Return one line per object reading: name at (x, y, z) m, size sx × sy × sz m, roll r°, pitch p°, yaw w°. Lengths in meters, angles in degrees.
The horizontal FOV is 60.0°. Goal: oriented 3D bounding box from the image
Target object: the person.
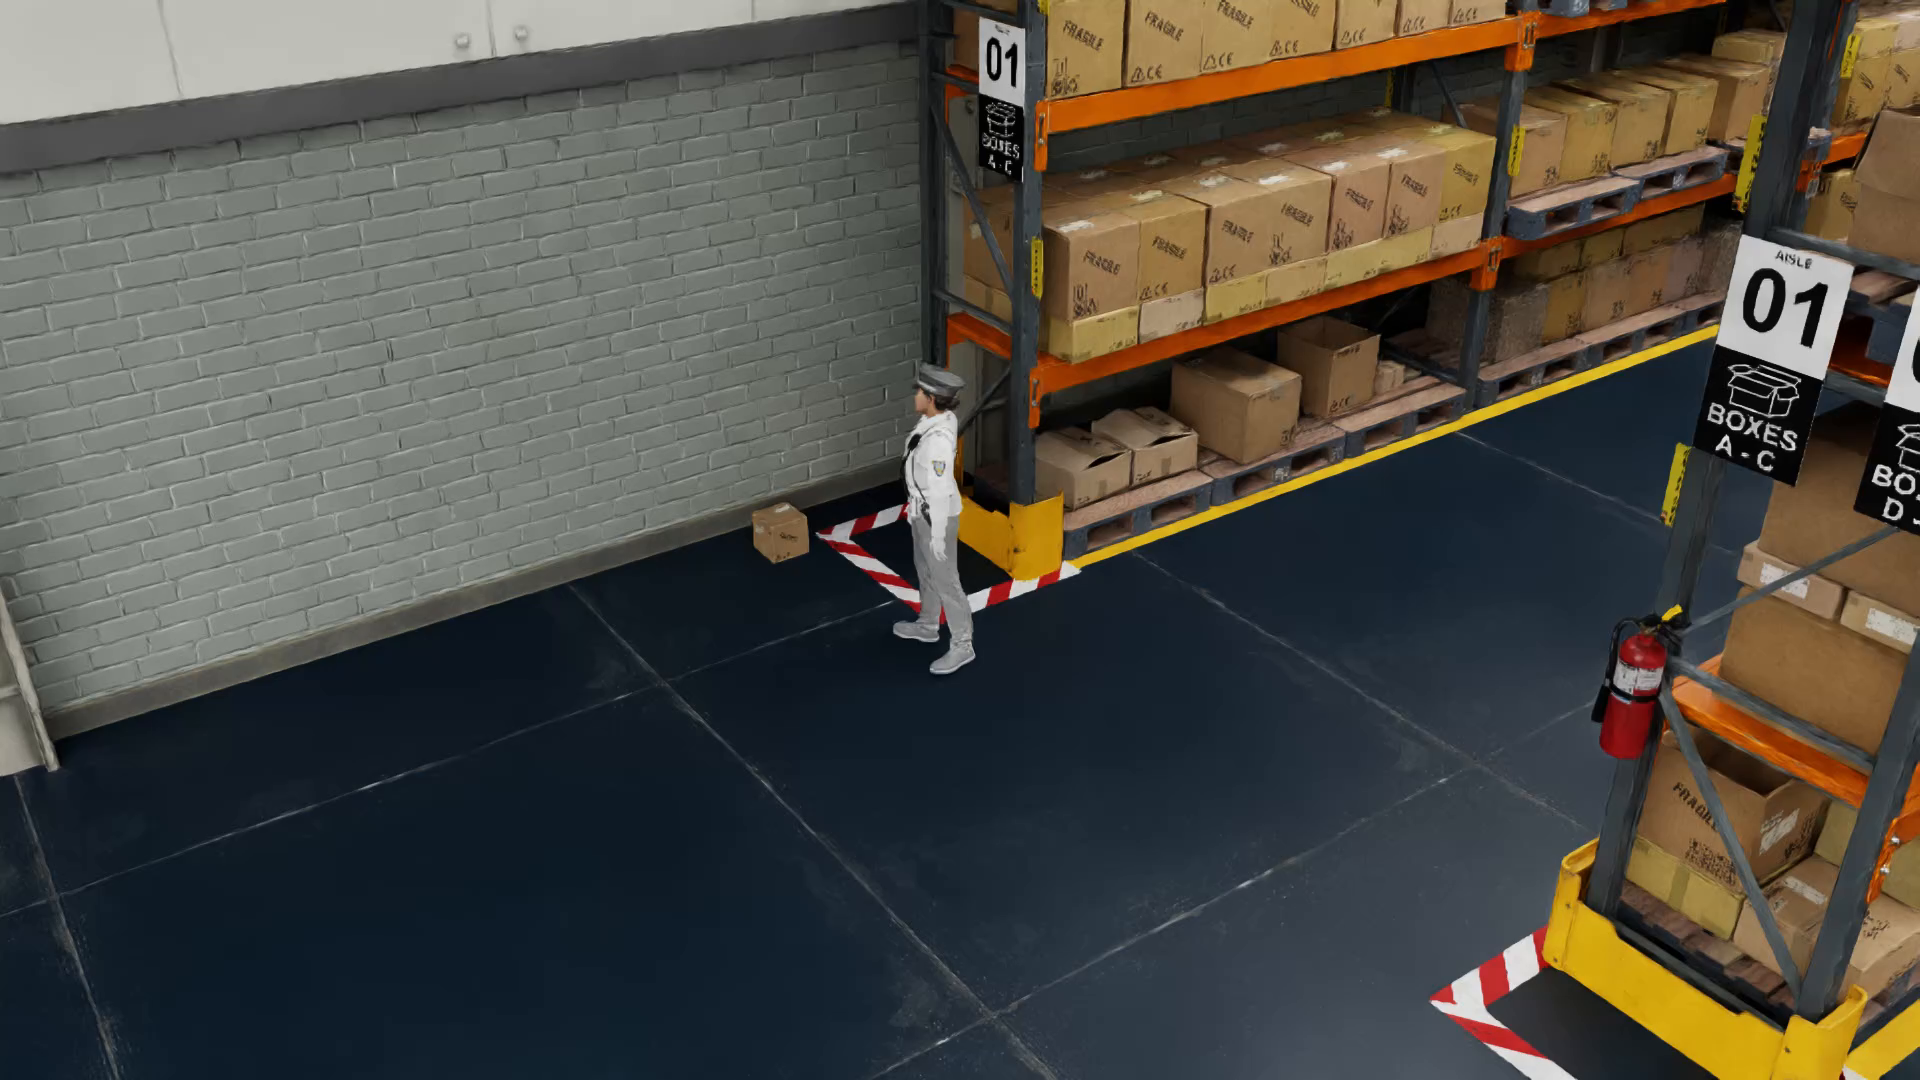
person at (-0.146, -0.120, 8.802) m, size 0.451 × 1.688 × 0.534 m, roll -1°, pitch 29°, yaw -2°
